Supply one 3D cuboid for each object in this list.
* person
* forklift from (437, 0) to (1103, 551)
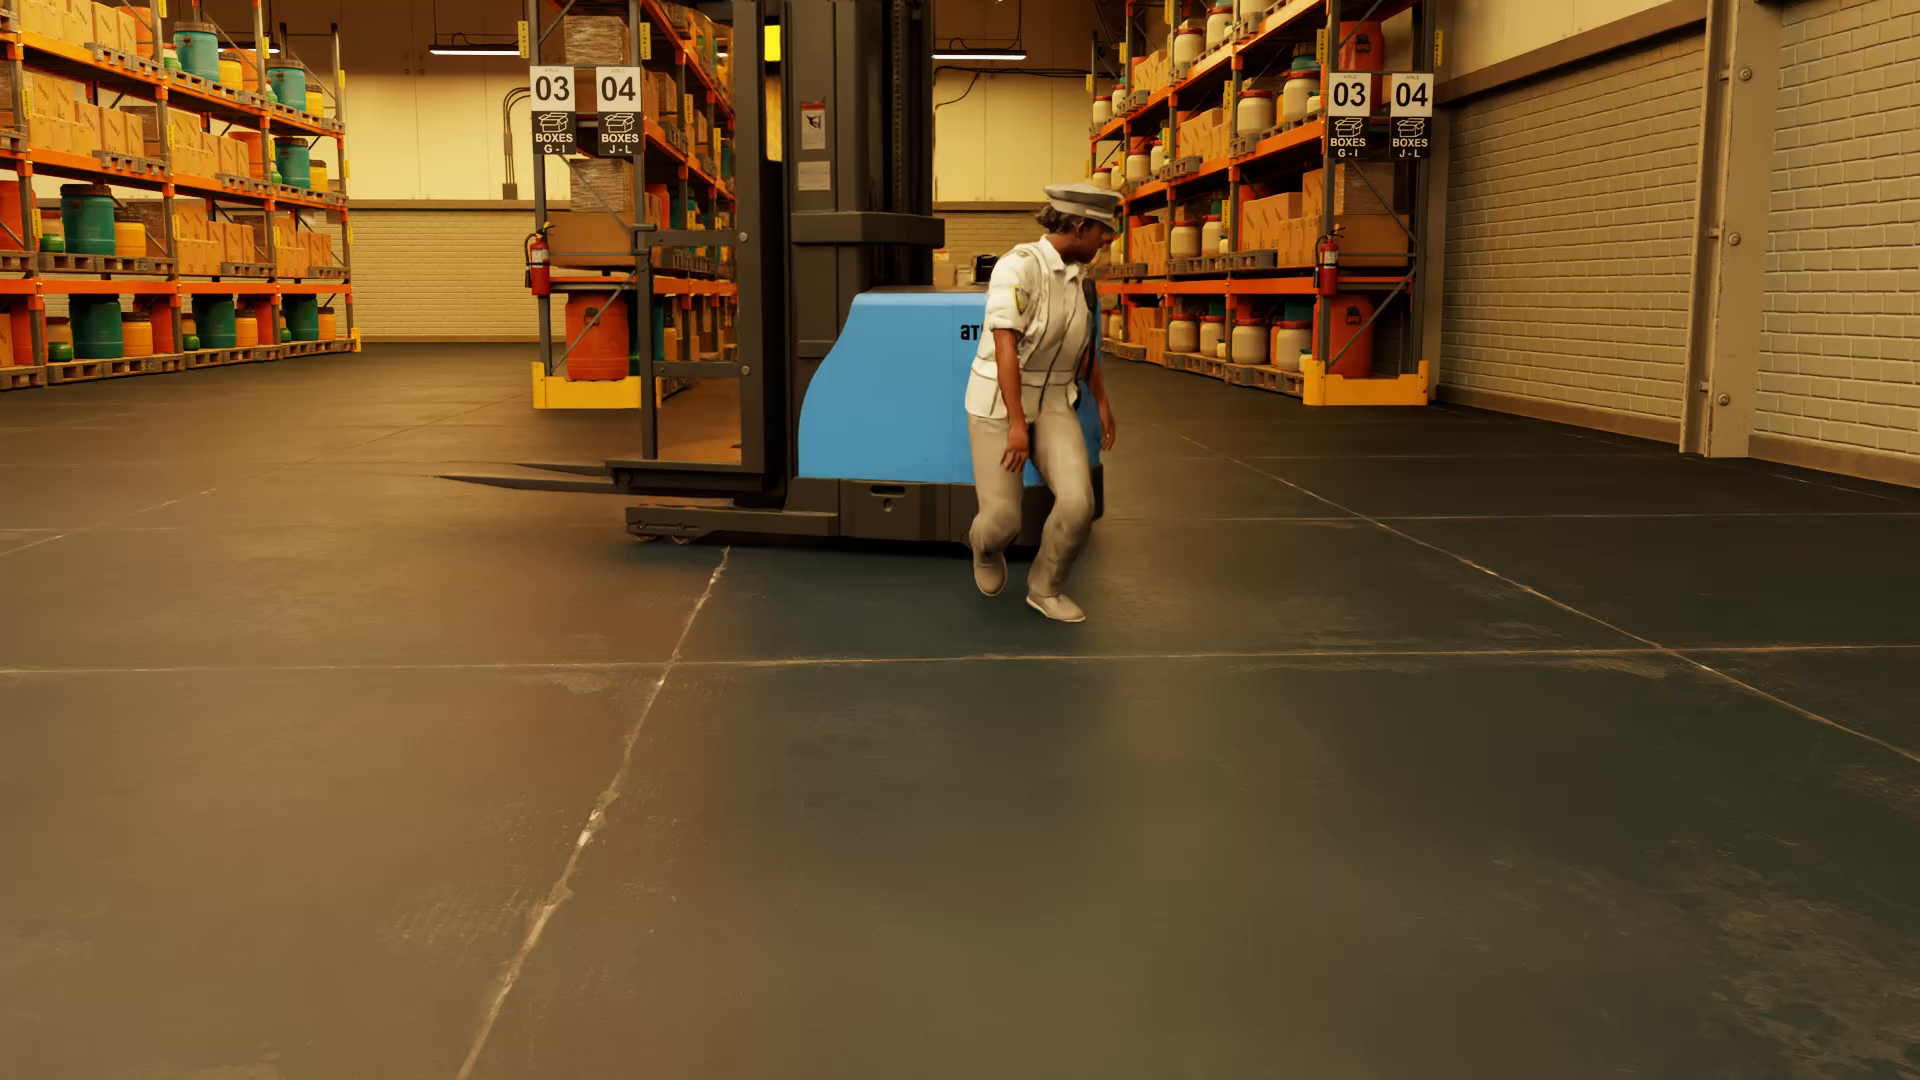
[{"bbox_3d":[0.281,-0.460,5.612,0.610,1.451,0.681,-4,10,-27],"label":"person"},{"bbox_3d":[-0.926,-1.500,7.431,3.031,2.935,1.130,3,9,20],"label":"forklift"}]
